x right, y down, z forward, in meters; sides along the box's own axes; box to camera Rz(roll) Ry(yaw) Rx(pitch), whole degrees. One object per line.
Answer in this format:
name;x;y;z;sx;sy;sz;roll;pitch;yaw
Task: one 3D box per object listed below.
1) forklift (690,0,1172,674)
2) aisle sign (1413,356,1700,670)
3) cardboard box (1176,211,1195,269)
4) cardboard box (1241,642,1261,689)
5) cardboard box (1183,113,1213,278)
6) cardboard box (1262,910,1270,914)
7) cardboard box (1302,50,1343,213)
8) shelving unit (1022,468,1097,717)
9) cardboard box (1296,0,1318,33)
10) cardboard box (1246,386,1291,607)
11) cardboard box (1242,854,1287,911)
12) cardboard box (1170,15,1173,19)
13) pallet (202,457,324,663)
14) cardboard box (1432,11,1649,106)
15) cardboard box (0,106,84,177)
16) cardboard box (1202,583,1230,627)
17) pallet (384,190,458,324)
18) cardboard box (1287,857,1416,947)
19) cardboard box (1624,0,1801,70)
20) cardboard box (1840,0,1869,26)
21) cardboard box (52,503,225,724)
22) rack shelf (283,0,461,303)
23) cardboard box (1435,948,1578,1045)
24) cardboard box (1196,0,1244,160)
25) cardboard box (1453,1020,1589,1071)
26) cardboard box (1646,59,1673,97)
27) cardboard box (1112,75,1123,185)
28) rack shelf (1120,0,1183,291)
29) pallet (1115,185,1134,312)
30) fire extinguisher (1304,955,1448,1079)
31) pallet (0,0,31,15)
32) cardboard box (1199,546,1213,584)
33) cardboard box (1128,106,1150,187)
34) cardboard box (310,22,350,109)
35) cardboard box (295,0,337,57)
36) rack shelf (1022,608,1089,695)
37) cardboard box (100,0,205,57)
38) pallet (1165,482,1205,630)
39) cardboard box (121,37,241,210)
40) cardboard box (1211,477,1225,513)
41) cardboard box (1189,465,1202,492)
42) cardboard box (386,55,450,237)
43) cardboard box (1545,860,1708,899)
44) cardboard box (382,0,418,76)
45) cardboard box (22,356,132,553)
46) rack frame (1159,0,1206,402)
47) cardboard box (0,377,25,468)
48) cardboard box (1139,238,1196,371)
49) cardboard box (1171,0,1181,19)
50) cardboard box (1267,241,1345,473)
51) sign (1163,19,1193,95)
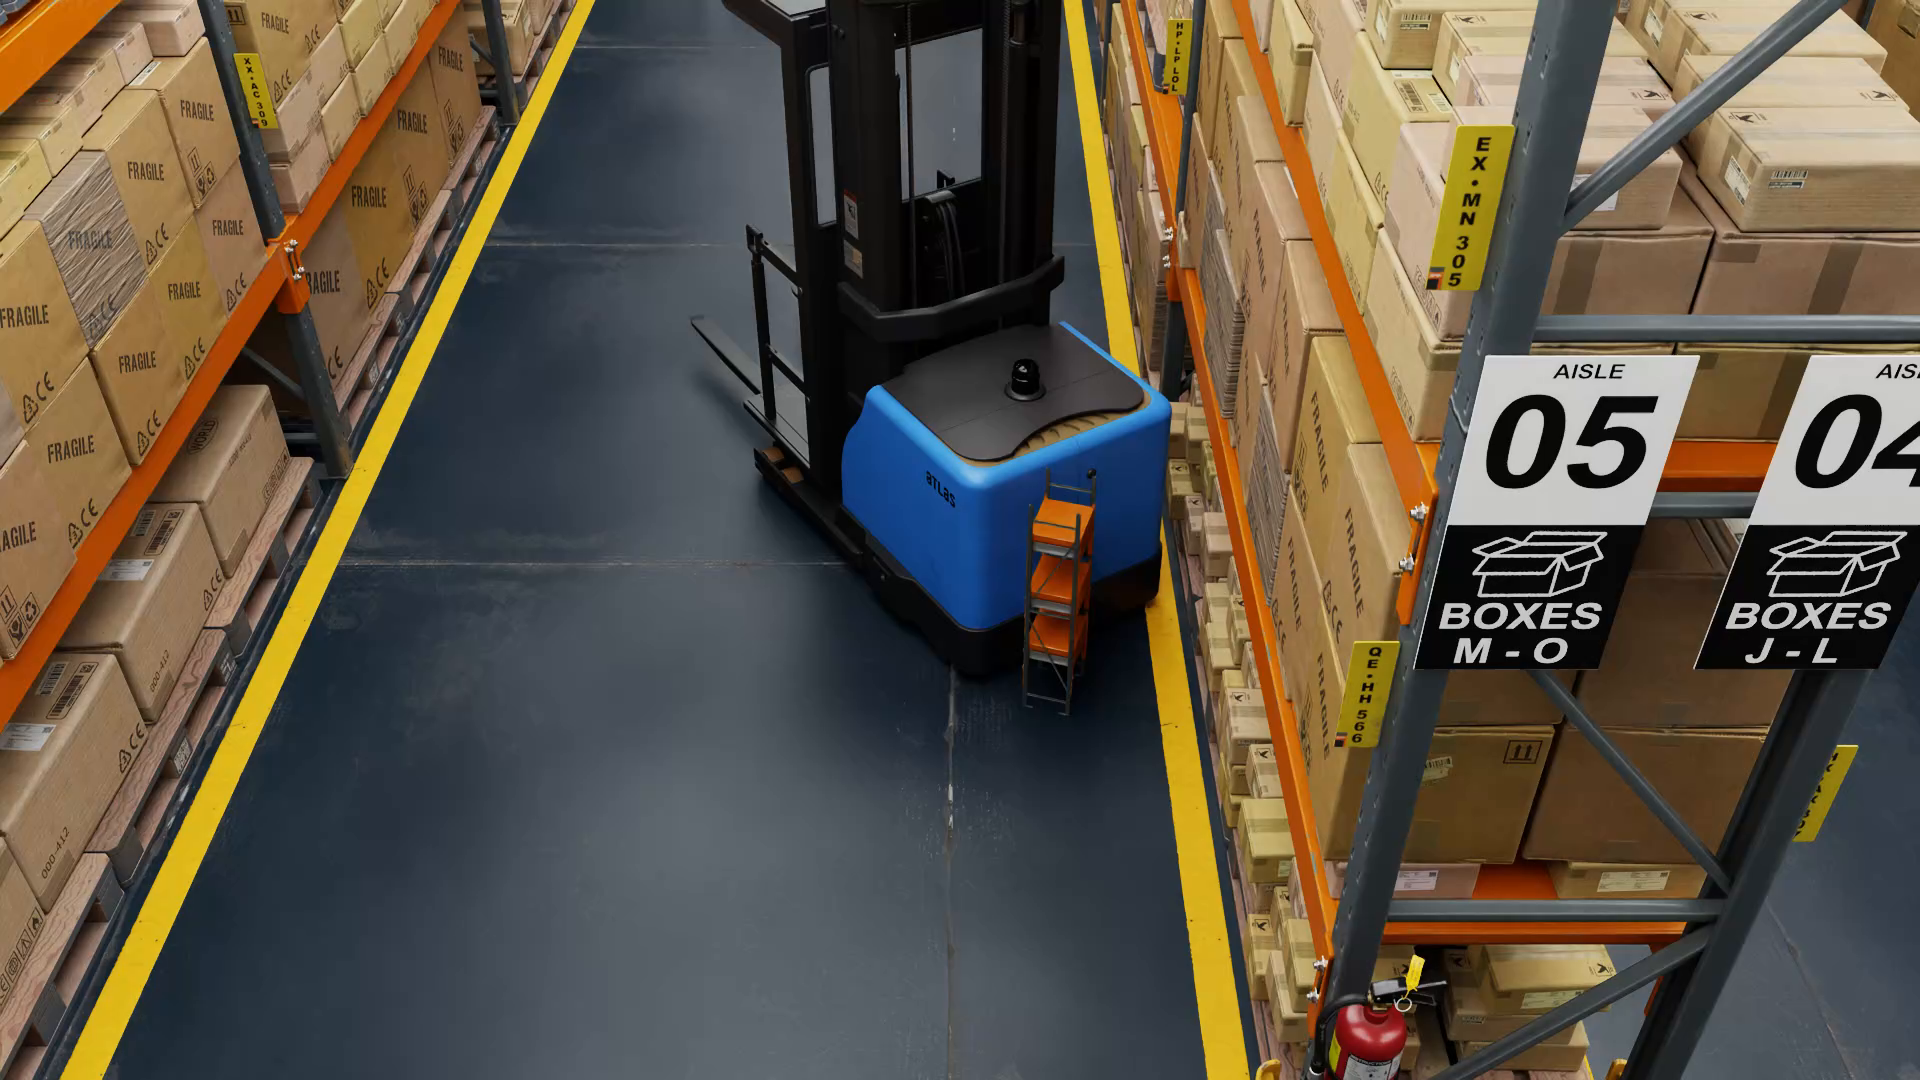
forklift;-0.340;-1.474;7.246;1.130;2.935;3.031;-22;44;-25
aisle sign;1.167;-0.031;3.312;0.394;0.787;0.004;0;39;0
cardboard box;1.136;-1.289;7.161;0.380;0.149;0.250;1;39;2
cardboard box;1.261;0.509;6.185;0.380;0.149;0.250;-1;39;-2
cardboard box;1.211;-1.410;6.792;0.500;0.500;0.500;-1;39;-1
cardboard box;1.242;1.231;5.760;0.380;0.149;0.250;0;39;0
cardboard box;1.207;-1.088;4.431;0.500;0.250;0.500;2;39;2
shelving unit;0.391;0.223;6.632;0.215;1.050;0.252;11;40;14
cardboard box;1.223;-1.614;4.686;0.500;0.250;0.500;-2;39;-2
cardboard box;1.204;-0.138;5.206;0.500;0.500;0.500;0;39;0
cardboard box;1.179;1.115;5.666;0.380;0.149;0.250;-2;39;-2
cardboard box;1.259;-2.527;8.370;0.380;0.149;0.250;-2;39;-2
pallet;-3.565;0.066;7.499;1.003;0.211;1.213;0;39;0
cardboard box;1.269;-1.048;3.662;0.380;0.149;0.250;-1;39;-1
cardboard box;-3.232;-1.352;5.640;0.380;0.149;0.250;0;39;0
cardboard box;1.180;0.304;6.678;0.380;0.149;0.250;0;39;0
pallet;-3.568;-1.657;9.649;1.003;0.211;1.213;0;39;0
cardboard box;1.270;1.165;5.365;0.380;0.149;0.250;1;39;1
cardboard box;1.785;-1.209;3.863;0.380;0.149;0.250;0;39;1
cardboard box;6.397;-3.621;11.517;0.700;0.500;0.500;-2;39;-2
cardboard box;-3.592;0.291;6.701;0.875;0.438;0.875;-1;39;-1
rack shelf;-3.490;-2.468;9.006;1.077;0.370;4.000;0;39;0
cardboard box;1.723;1.442;5.258;0.380;0.149;0.250;1;39;2
cardboard box;1.219;-1.827;6.514;0.500;0.500;0.500;1;39;1
cardboard box;1.787;1.558;5.351;0.380;0.149;0.250;1;39;1
cardboard box;1.725;-0.971;3.885;0.500;0.250;0.500;0;39;-1
cardboard box;1.208;-2.497;10.131;0.500;0.500;0.500;0;39;0
rack shelf;1.460;-2.534;9.089;1.077;0.370;4.000;0;39;0
pallet;1.456;-1.728;9.737;1.003;0.211;1.213;0;39;0
fire extinguisher;1.006;1.271;4.126;0.296;0.674;0.183;0;39;0
pallet;-3.497;-2.122;5.671;1.003;0.211;1.213;0;39;0
cardboard box;1.244;0.093;7.180;0.380;0.149;0.250;-1;39;-1
cardboard box;1.207;-2.163;9.114;0.500;0.250;0.500;-2;39;-2
cardboard box;-3.235;-2.236;7.861;0.500;0.250;0.500;1;39;1
cardboard box;-3.229;-2.520;7.617;0.500;0.500;0.500;0;39;0
rack shelf;0.391;0.449;6.812;0.215;0.259;0.240;11;40;14
cardboard box;-3.169;-1.988;6.433;0.380;0.149;0.250;-1;39;-1
pallet;1.499;-0.056;7.651;1.003;0.211;1.213;0;39;0
cardboard box;-3.211;-1.632;6.508;0.500;0.500;0.500;0;39;0
cardboard box;1.269;-0.139;6.993;0.380;0.149;0.250;-1;39;-1
cardboard box;1.233;-0.347;7.490;0.380;0.149;0.250;0;39;0
cardboard box;-3.578;-2.344;9.639;0.875;0.875;0.875;0;39;1
cardboard box;1.794;0.832;4.514;0.380;0.149;0.250;0;39;0
cardboard box;-3.202;-2.671;8.804;0.500;0.250;0.500;-1;39;-1
cardboard box;-3.225;-0.283;5.625;0.500;0.500;0.500;1;39;1
rack frame;1.462;-1.564;7.303;1.000;3.000;0.127;0;39;0
cardboard box;-3.215;-0.371;4.934;0.500;0.500;0.500;0;39;0
cardboard box;1.210;-1.215;8.531;0.500;0.500;0.500;-1;39;-1
cardboard box;1.262;-2.649;8.284;0.380;0.149;0.250;-2;39;-2
cardboard box;1.208;-0.536;4.903;0.500;0.500;0.500;2;39;2
sign;0.907;-2.013;6.938;0.100;0.325;0.005;0;39;0
